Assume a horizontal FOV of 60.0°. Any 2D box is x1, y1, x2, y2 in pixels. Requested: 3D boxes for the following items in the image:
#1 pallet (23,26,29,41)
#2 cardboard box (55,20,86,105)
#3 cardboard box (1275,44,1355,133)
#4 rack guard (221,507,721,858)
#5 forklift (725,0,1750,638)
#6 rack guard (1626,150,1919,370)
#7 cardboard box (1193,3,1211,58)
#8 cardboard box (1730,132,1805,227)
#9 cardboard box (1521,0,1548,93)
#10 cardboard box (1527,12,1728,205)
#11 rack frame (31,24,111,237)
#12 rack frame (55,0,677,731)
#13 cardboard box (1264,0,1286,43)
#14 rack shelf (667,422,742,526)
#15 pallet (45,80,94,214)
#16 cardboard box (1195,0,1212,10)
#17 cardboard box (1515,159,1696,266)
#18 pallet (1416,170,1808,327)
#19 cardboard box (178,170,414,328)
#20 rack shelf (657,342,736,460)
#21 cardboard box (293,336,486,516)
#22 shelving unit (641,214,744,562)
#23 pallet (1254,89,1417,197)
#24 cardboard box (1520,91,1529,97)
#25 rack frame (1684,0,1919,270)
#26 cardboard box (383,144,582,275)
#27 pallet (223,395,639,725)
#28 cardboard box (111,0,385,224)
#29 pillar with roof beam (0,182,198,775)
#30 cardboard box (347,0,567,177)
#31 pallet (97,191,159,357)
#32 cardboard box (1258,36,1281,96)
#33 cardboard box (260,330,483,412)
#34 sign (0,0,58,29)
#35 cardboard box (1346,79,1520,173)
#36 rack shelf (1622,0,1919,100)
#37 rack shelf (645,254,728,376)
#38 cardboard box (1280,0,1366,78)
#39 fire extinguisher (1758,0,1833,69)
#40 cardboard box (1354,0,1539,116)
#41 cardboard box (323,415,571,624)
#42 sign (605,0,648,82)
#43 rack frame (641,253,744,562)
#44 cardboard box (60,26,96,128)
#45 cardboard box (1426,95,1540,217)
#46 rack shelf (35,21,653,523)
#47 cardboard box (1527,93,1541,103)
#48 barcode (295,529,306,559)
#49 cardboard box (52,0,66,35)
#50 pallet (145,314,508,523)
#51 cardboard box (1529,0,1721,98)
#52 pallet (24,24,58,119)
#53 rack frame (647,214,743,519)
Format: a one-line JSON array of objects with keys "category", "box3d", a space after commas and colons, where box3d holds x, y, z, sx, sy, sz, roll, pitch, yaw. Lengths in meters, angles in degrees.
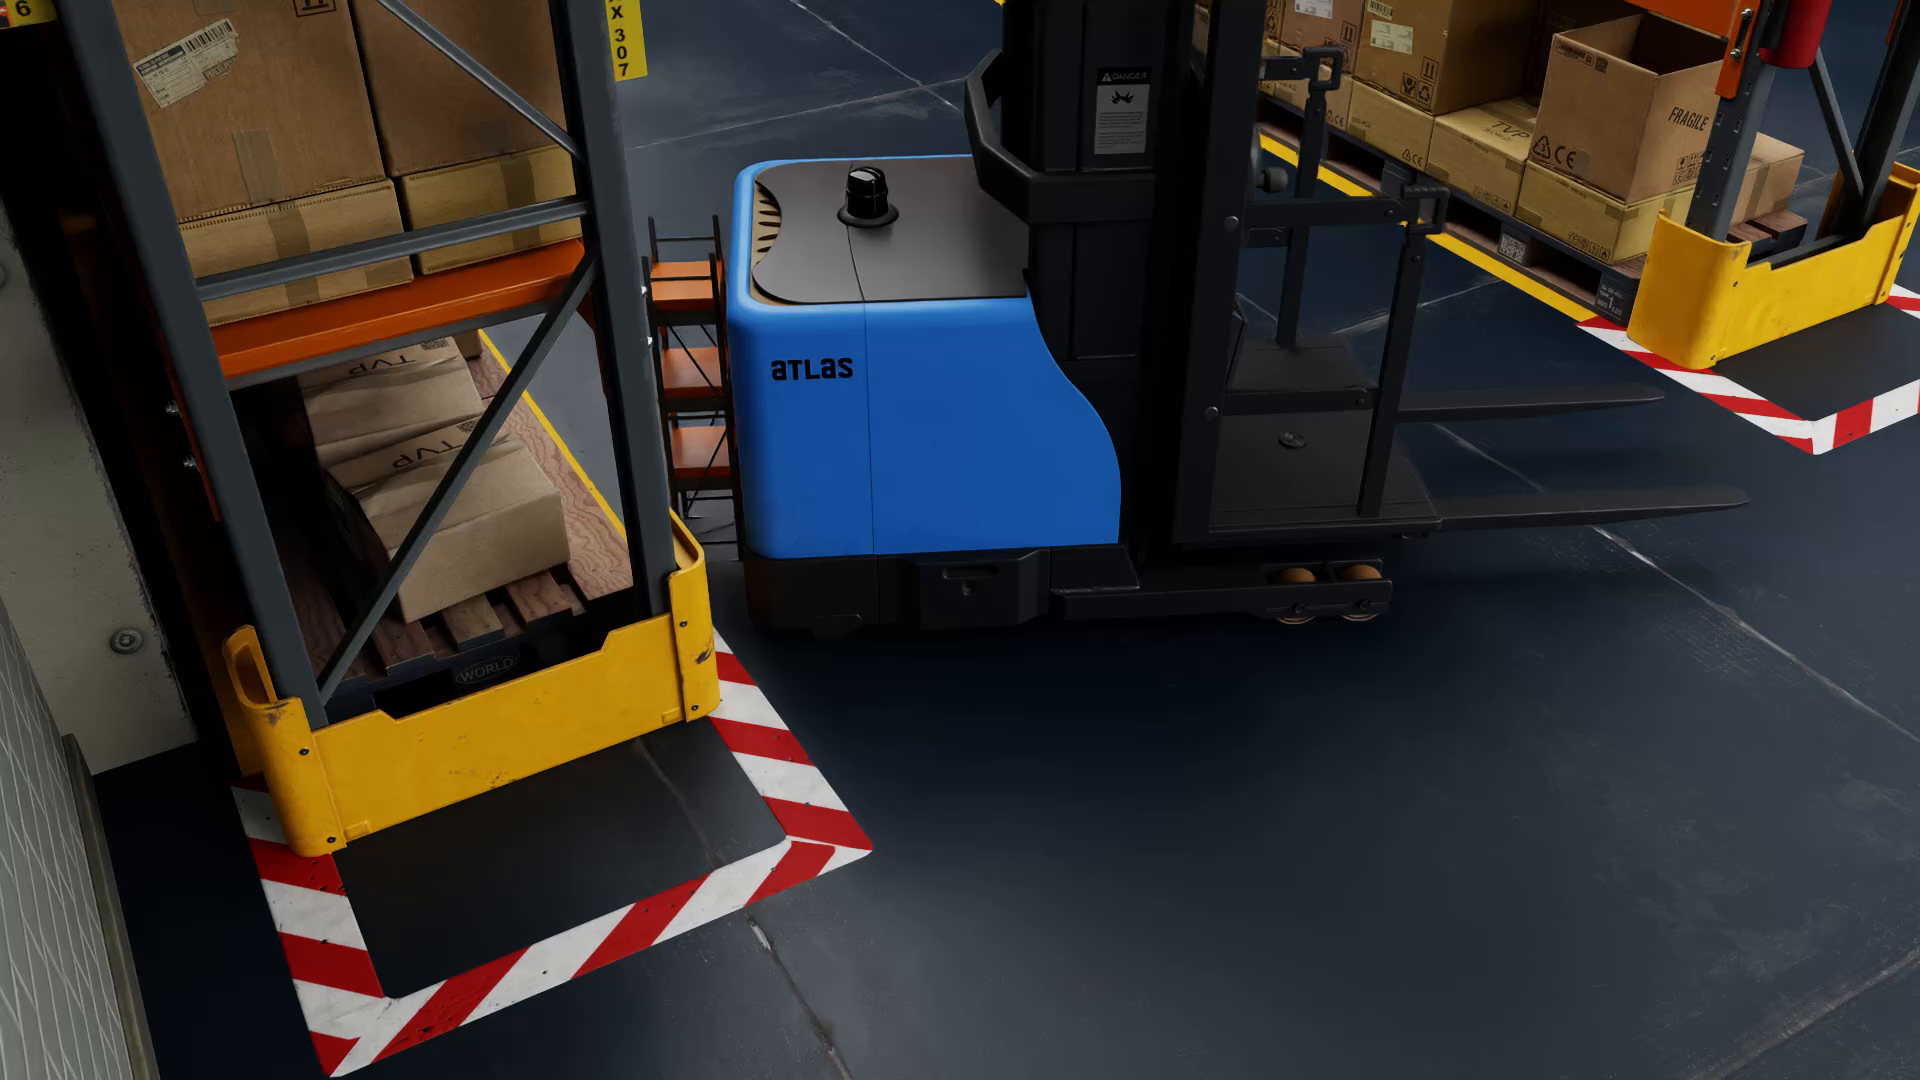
[{"category": "pallet", "box3d": [-4.825, -3.179, 9.424, 1.003, 0.211, 1.213, -19, 40, -24]}, {"category": "cardboard box", "box3d": [-2.382, -1.526, 4.907, 0.500, 0.250, 0.500, -18, 40, -23]}, {"category": "cardboard box", "box3d": [1.795, -2.101, 7.558, 0.500, 0.250, 0.500, -19, 40, -24]}, {"category": "rack guard", "box3d": [-1.235, 0.346, 4.352, 1.175, 0.500, 0.348, -19, 40, -24]}, {"category": "forklift", "box3d": [0.858, -1.244, 4.469, 3.031, 2.935, 1.130, -3, 36, -4]}, {"category": "rack guard", "box3d": [3.096, -1.072, 6.295, 1.175, 0.500, 0.348, -19, 40, -24]}, {"category": "cardboard box", "box3d": [1.292, -2.610, 8.256, 0.500, 0.250, 0.500, -19, 40, -24]}, {"category": "cardboard box", "box3d": [3.007, -1.493, 6.726, 0.500, 0.250, 0.500, -19, 40, -24]}, {"category": "cardboard box", "box3d": [2.492, -2.301, 7.197, 0.500, 0.500, 0.500, -19, 40, -24]}, {"category": "cardboard box", "box3d": [2.557, -1.641, 6.294, 0.500, 0.500, 0.500, -19, 40, -24]}, {"category": "rack frame", "box3d": [-3.207, -2.664, 6.355, 1.000, 3.000, 0.127, -19, 40, -24]}, {"category": "rack frame", "box3d": [-1.197, -0.624, 3.562, 1.000, 3.000, 0.127, -19, 40, -24]}, {"category": "cardboard box", "box3d": [1.539, -2.657, 7.684, 0.500, 0.500, 0.500, -19, 40, -24]}, {"category": "rack shelf", "box3d": [-0.778, -0.193, 5.114, 0.215, 0.259, 0.240, -3, 36, -4]}, {"category": "pallet", "box3d": [-3.599, -1.935, 7.720, 1.003, 0.211, 1.213, -19, 40, -24]}, {"category": "cardboard box", "box3d": [1.295, -2.914, 8.036, 0.500, 0.500, 0.500, -19, 40, -24]}, {"category": "cardboard box", "box3d": [2.559, -1.339, 6.516, 0.500, 0.250, 0.500, -19, 40, -24]}, {"category": "pallet", "box3d": [2.664, -1.346, 6.913, 1.003, 0.211, 1.213, -19, 40, -24]}, {"category": "cardboard box", "box3d": [-1.600, -0.753, 3.848, 0.500, 0.250, 0.500, -18, 40, -23]}, {"category": "rack shelf", "box3d": [-0.778, -0.418, 4.950, 0.215, 0.259, 0.240, -3, 36, -4]}, {"category": "cardboard box", "box3d": [-1.753, -0.386, 5.143, 0.500, 0.311, 0.500, -16, 39, -20]}, {"category": "shelving unit", "box3d": [-0.778, -0.426, 4.943, 0.215, 1.050, 0.252, -3, 36, -4]}, {"category": "pallet", "box3d": [2.055, -1.967, 7.764, 1.003, 0.211, 1.213, -19, 40, -24]}, {"category": "cardboard box", "box3d": [2.502, -2.002, 7.423, 0.500, 0.250, 0.500, -19, 40, -24]}, {"category": "rack frame", "box3d": [3.084, -2.094, 5.574, 1.000, 3.000, 0.127, -19, 40, -24]}, {"category": "cardboard box", "box3d": [-1.168, -0.915, 4.070, 0.500, 0.250, 0.500, -20, 41, -25]}, {"category": "pallet", "box3d": [-1.613, 0.038, 5.019, 1.003, 0.211, 1.213, -19, 40, -24]}, {"category": "cardboard box", "box3d": [-1.618, -1.052, 3.622, 0.500, 0.500, 0.500, -19, 40, -24]}, {"category": "pillar with roof beam", "box3d": [1.426, -4.423, 3.677, 9.100, 9.000, 0.400, -19, 40, -24]}, {"category": "cardboard box", "box3d": [-1.177, -1.207, 3.834, 0.500, 0.500, 0.500, -19, 40, -24]}, {"category": "pallet", "box3d": [-2.839, -1.206, 6.722, 1.003, 0.211, 1.213, -19, 40, -24]}, {"category": "cardboard box", "box3d": [1.539, -2.354, 7.905, 0.500, 0.250, 0.500, -19, 40, -24]}, {"category": "cardboard box", "box3d": [-2.079, -0.852, 5.619, 0.700, 0.500, 0.500, -22, 41, -27]}, {"category": "sign", "box3d": [-1.687, -1.065, 2.916, 0.100, 0.325, 0.005, -19, 40, -24]}, {"category": "cardboard box", "box3d": [2.045, -1.845, 7.208, 0.500, 0.250, 0.500, -19, 40, -24]}, {"category": "rack shelf", "box3d": [2.079, -2.824, 7.183, 1.077, 0.370, 4.000, -19, 40, -24]}, {"category": "rack shelf", "box3d": [-0.778, -0.647, 4.782, 0.215, 0.259, 0.240, -3, 36, -4]}, {"category": "cardboard box", "box3d": [1.792, -2.402, 7.336, 0.500, 0.500, 0.500, -19, 40, -24]}, {"category": "fire extinguisher", "box3d": [2.742, -1.865, 5.326, 0.296, 0.674, 0.183, -19, 40, -24]}, {"category": "cardboard box", "box3d": [2.042, -2.147, 6.986, 0.500, 0.500, 0.500, -19, 40, -24]}, {"category": "cardboard box", "box3d": [-1.467, -0.096, 4.745, 0.500, 0.311, 0.500, -24, 42, -29]}, {"category": "sign", "box3d": [-0.728, -1.135, 3.527, 0.100, 0.325, 0.005, -19, 40, -24]}, {"category": "rack frame", "box3d": [-0.768, -0.355, 4.845, 0.200, 1.050, 0.008, -3, 36, -4]}, {"category": "cardboard box", "box3d": [-2.126, -1.269, 4.555, 0.500, 0.250, 0.500, -19, 40, -24]}, {"category": "cardboard box", "box3d": [2.298, -1.591, 6.860, 0.500, 0.250, 0.500, -19, 40, -24]}, {"category": "rack shelf", "box3d": [-2.202, -1.354, 5.170, 1.077, 0.370, 4.000, -19, 40, -24]}, {"category": "cardboard box", "box3d": [2.753, -1.747, 7.073, 0.500, 0.250, 0.500, -19, 40, -24]}, {"category": "barcode", "box3d": [-1.822, 0.010, 4.592, 0.001, 0.075, 0.075, -19, 40, -24]}, {"category": "cardboard box", "box3d": [-2.126, -1.574, 4.336, 0.500, 0.500, 0.500, -20, 41, -25]}, {"category": "pallet", "box3d": [-2.222, -0.583, 5.870, 1.003, 0.211, 1.213, -19, 40, -24]}, {"category": "cardboard box", "box3d": [2.754, -2.050, 6.853, 0.500, 0.500, 0.500, -19, 40, -24]}, {"category": "pallet", "box3d": [-4.216, -2.558, 8.573, 1.003, 0.211, 1.213, -19, 40, -24]}, {"category": "rack frame", "box3d": [-0.788, -0.498, 5.042, 0.200, 1.050, 0.008, -3, 36, -4]}]
